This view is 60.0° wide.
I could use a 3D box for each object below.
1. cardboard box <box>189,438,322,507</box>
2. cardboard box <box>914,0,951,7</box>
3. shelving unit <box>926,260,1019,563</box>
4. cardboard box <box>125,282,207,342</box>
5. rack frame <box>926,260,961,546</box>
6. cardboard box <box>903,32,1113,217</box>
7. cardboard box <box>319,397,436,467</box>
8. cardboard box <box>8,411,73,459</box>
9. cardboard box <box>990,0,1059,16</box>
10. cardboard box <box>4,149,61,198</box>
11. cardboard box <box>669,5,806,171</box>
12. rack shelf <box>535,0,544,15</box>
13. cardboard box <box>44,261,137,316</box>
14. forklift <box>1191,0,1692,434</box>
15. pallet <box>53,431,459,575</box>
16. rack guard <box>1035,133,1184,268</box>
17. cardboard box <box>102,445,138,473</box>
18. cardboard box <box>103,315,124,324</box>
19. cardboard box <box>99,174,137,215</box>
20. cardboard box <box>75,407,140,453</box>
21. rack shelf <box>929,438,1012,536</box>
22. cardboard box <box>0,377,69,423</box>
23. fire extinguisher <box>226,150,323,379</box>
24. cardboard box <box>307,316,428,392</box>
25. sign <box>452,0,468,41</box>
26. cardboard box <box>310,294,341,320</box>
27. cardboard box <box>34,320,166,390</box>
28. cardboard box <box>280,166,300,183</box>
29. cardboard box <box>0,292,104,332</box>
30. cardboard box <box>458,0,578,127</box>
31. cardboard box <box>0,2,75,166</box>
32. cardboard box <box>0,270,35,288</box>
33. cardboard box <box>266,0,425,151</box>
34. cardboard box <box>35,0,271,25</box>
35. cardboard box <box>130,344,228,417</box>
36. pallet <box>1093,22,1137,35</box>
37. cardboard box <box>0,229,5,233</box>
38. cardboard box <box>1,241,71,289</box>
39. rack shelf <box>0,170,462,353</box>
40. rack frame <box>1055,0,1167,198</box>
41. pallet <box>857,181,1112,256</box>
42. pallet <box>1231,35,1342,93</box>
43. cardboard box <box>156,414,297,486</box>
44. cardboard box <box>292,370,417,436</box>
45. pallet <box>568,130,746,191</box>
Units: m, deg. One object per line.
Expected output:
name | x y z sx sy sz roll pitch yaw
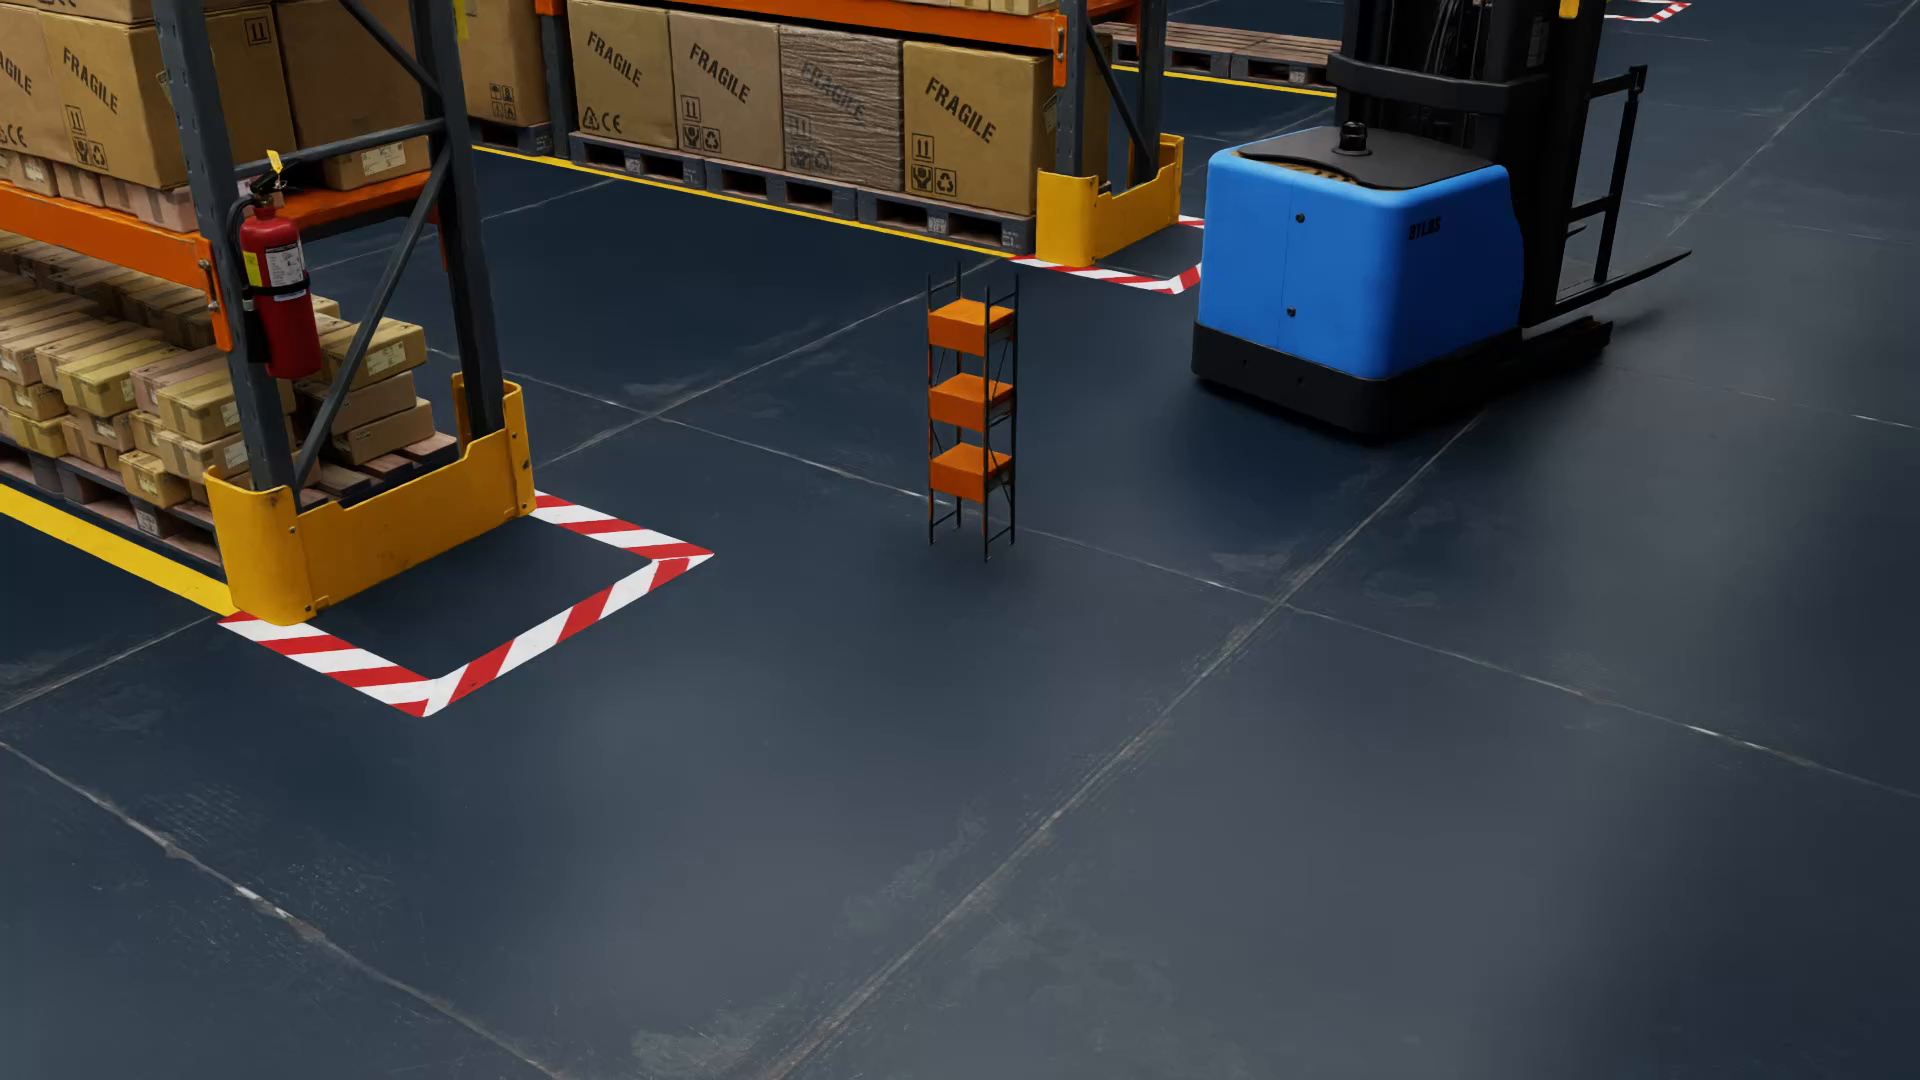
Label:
cardboard box | -2.591 -0.247 6.109 0.250 0.149 0.380 18 32 31
cardboard box | -0.050 -3.090 9.291 0.250 0.149 0.380 17 32 30
shelving unit | 0.044 -0.454 5.985 0.252 1.050 0.215 17 32 30
cardboard box | -3.183 -0.963 6.859 0.250 0.149 0.380 19 32 32
rack frame | -0.056 -0.485 6.046 0.008 1.050 0.200 17 32 30
cardboard box | 0.280 -2.477 9.689 0.875 0.875 0.875 17 32 30
cardboard box | -2.289 -0.445 6.496 0.250 0.149 0.380 18 32 31
cardboard box | -3.486 -0.476 6.559 0.250 0.149 0.380 16 31 28
cardboard box | 0.373 -2.958 9.033 0.250 0.149 0.380 18 32 31
cardboard box | -3.090 -1.333 5.840 0.250 0.149 0.380 18 32 32
cardboard box | -1.204 -2.939 10.597 0.875 0.875 0.875 17 32 30
rack shelf | -4.093 -4.322 12.229 4.000 0.370 1.077 17 32 30
cardboard box | -3.636 -1.076 7.082 0.250 0.149 0.380 17 32 30
forklift | 2.500 -2.299 7.536 3.031 2.935 1.130 -22 34 -36
pallet | -2.751 -0.272 6.552 1.213 0.211 1.003 17 32 30
rack guard | 0.873 -1.982 9.593 0.348 0.500 1.175 17 32 30
cardboard box | -3.029 -0.376 6.361 0.250 0.149 0.380 17 32 30
cardboard box | -3.440 -0.868 7.000 0.250 0.149 0.380 19 33 33
cardboard box | -2.651 -1.218 5.612 0.250 0.149 0.380 17 32 30
cardboard box | -3.065 -0.484 6.247 0.250 0.149 0.380 16 31 28
rack shelf | 0.044 -0.197 6.116 0.240 0.259 0.215 17 32 30
cardboard box | -3.499 -0.613 6.499 0.250 0.149 0.380 18 32 31
fire extinguisher | -2.092 -0.836 5.082 0.183 0.674 0.296 17 32 30
cardboard box | -2.278 -0.717 6.376 0.250 0.149 0.380 16 31 28
sign | -1.732 -1.862 5.648 0.005 0.325 0.100 17 32 30
cardboard box | -2.709 -0.855 6.648 0.250 0.149 0.380 17 32 30
cardboard box | -3.256 -0.692 6.326 0.250 0.149 0.380 16 31 28
cardboard box | -2.353 -1.417 6.005 0.250 0.149 0.380 19 32 32
cardboard box | -3.664 -0.849 6.636 0.250 0.149 0.380 16 31 29
cardboard box | -2.983 -3.526 11.752 0.875 0.875 1.225 17 32 30
cardboard box | -2.976 -1.604 5.657 0.500 0.500 0.500 17 31 30
cardboard box | -4.077 -0.984 6.900 0.250 0.149 0.380 16 31 28
cardboard box | -2.252 -1.669 5.785 0.500 0.500 0.500 19 33 33
cardboard box | -2.557 -1.921 5.177 0.500 0.500 0.500 17 31 29
cardboard box | -2.793 -0.583 6.112 0.250 0.149 0.380 18 32 31
pallet | 0.988 -4.564 14.985 1.213 0.211 1.003 17 32 30
cardboard box | -4.453 -1.376 7.672 0.250 0.149 0.380 17 32 30
cardboard box | -4.008 -1.246 7.415 0.250 0.149 0.380 16 31 28
rack shelf | -3.687 -1.467 6.618 4.000 0.370 1.077 17 32 30
rack frame | 0.853 -3.102 9.038 0.127 3.000 1.000 17 32 30
pallet | 0.149 -2.035 10.017 1.213 0.211 1.003 17 32 30
pallet | 2.999 -3.937 13.754 1.213 0.211 1.003 17 32 30
cardboard box | -2.635 -0.352 5.986 0.250 0.149 0.380 16 31 29
cardboard box | -2.325 -0.553 6.382 0.250 0.149 0.380 19 32 32
pallet | -1.862 -2.662 11.248 1.213 0.211 1.003 17 32 30
